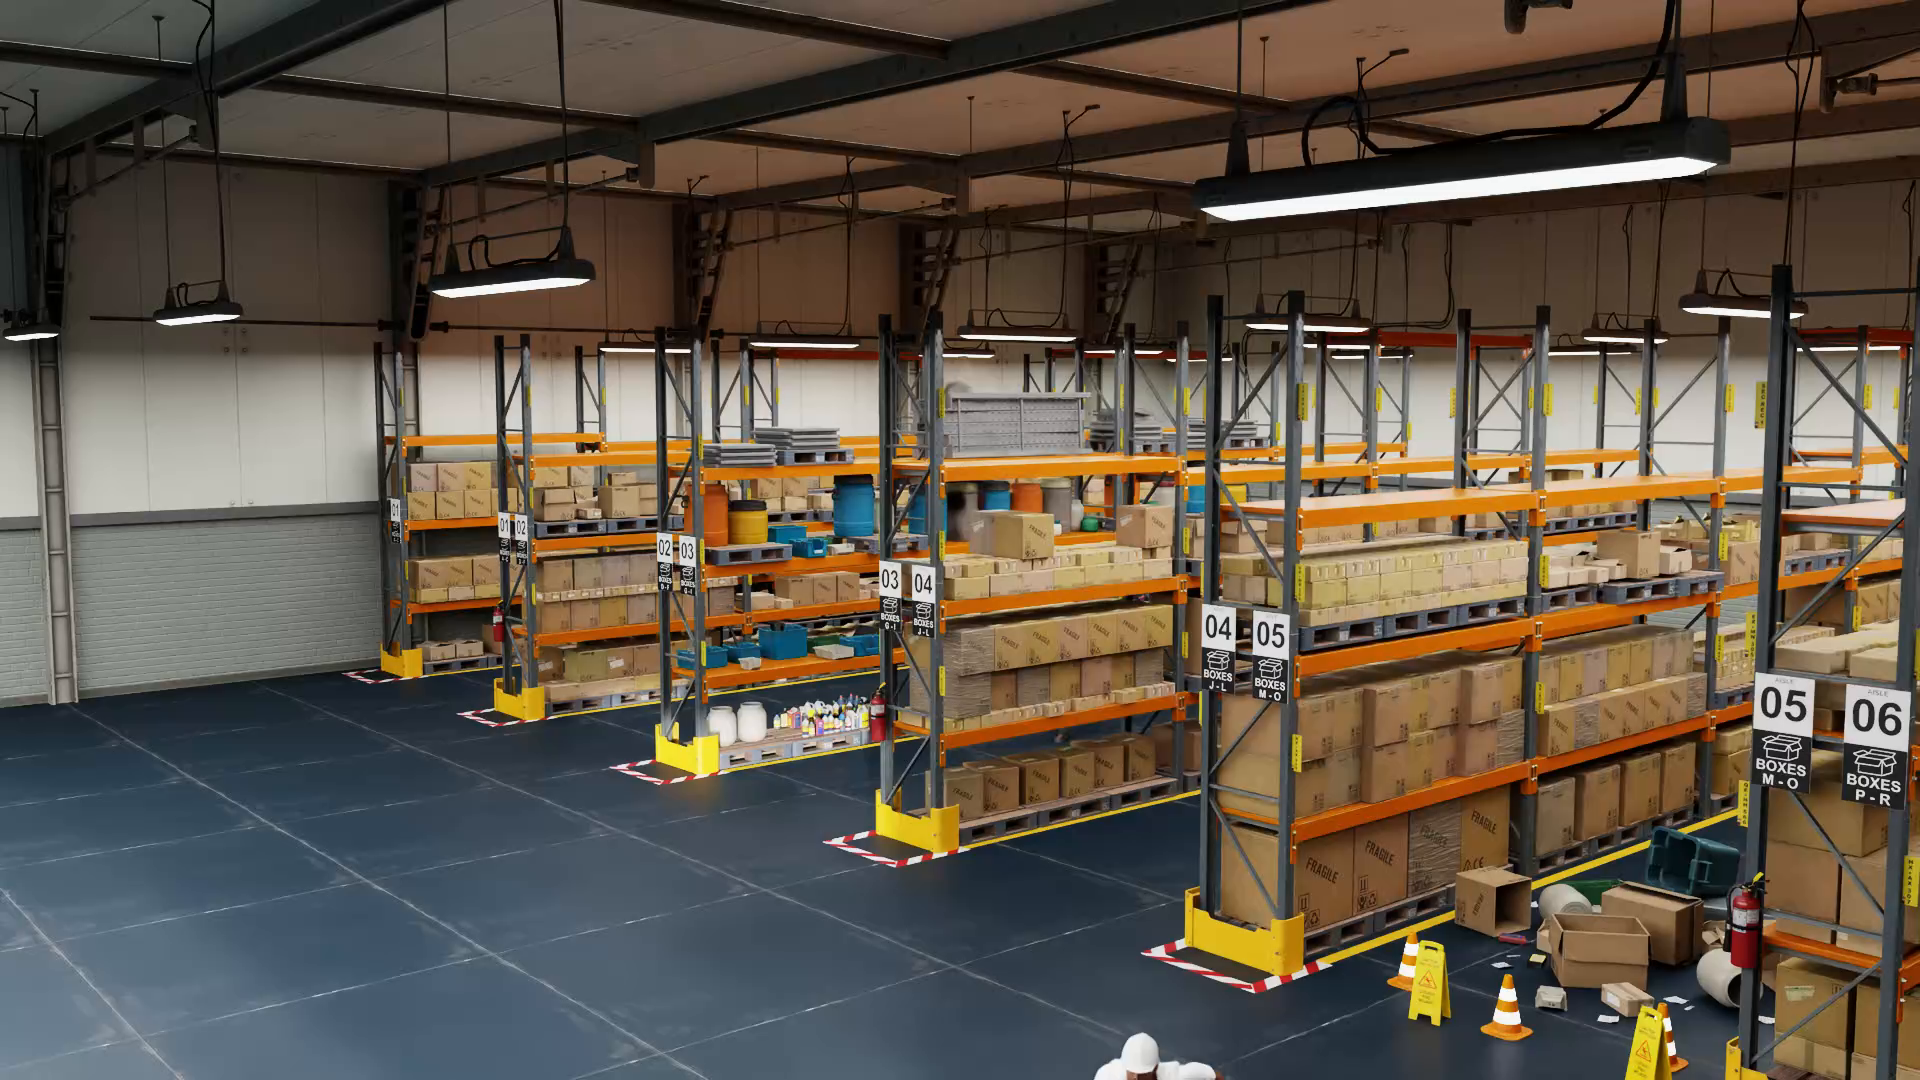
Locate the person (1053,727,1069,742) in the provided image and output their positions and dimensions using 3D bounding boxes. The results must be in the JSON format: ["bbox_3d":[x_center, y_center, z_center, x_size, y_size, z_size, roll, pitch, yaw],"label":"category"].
[{"bbox_3d":[1.336,2.181,24.295,0.651,1.580,0.561,-5,7,-44],"label":"person"}]

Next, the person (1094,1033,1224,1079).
[{"bbox_3d":[1.117,3.506,9.409,0.747,1.717,1.044,2,6,19],"label":"person"}]
